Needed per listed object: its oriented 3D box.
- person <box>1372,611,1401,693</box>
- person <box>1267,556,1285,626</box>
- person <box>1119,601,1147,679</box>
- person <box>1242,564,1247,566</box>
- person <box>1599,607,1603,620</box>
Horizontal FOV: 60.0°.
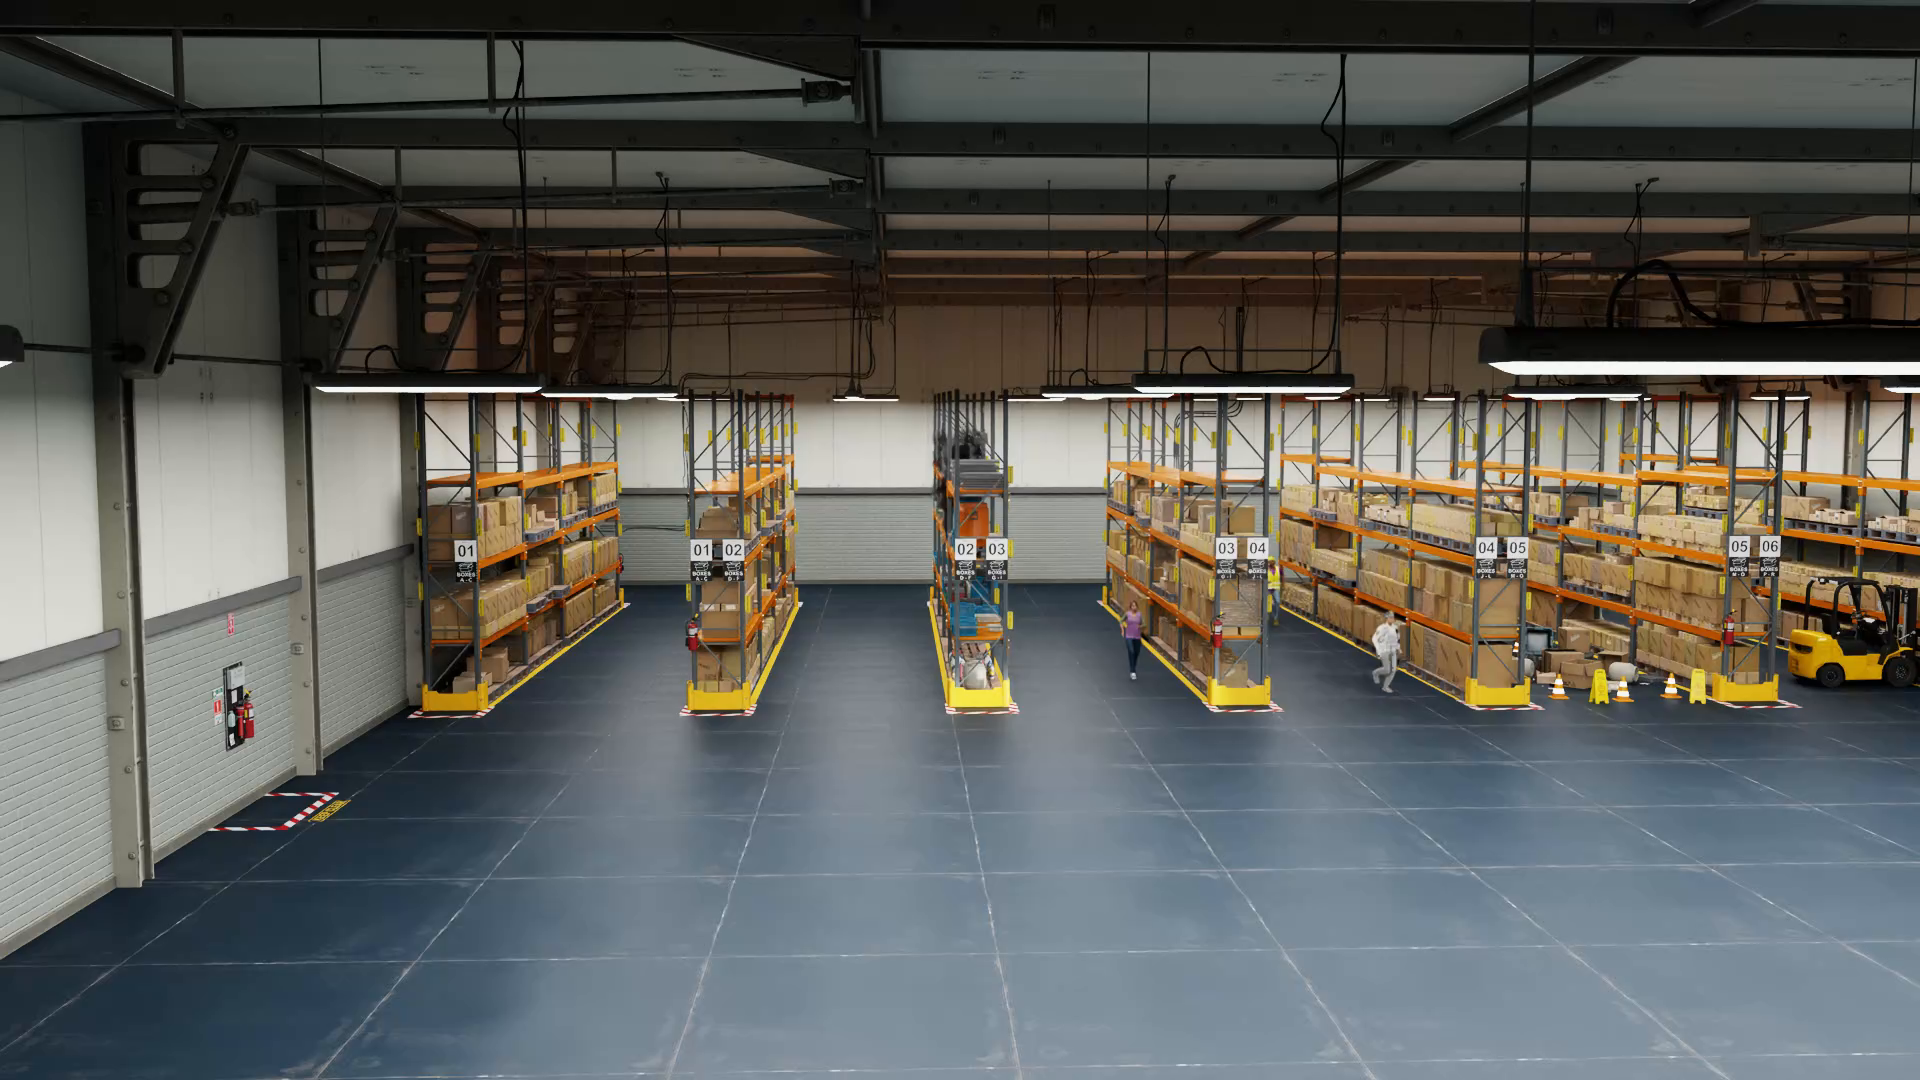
[{"bbox_3d":[8.508,2.210,33.154,0.605,1.644,0.581,-2,5,-18],"label":"person"},{"bbox_3d":[8.154,1.315,43.397,0.704,1.793,0.889,0,5,0],"label":"person"},{"bbox_3d":[3.630,2.062,34.841,0.531,1.594,0.883,0,5,-6],"label":"person"},{"bbox_3d":[7.899,0.982,48.035,0.853,1.752,0.629,3,6,35],"label":"person"},{"bbox_3d":[16.258,1.438,42.297,0.550,1.720,0.729,0,5,-4],"label":"person"}]
